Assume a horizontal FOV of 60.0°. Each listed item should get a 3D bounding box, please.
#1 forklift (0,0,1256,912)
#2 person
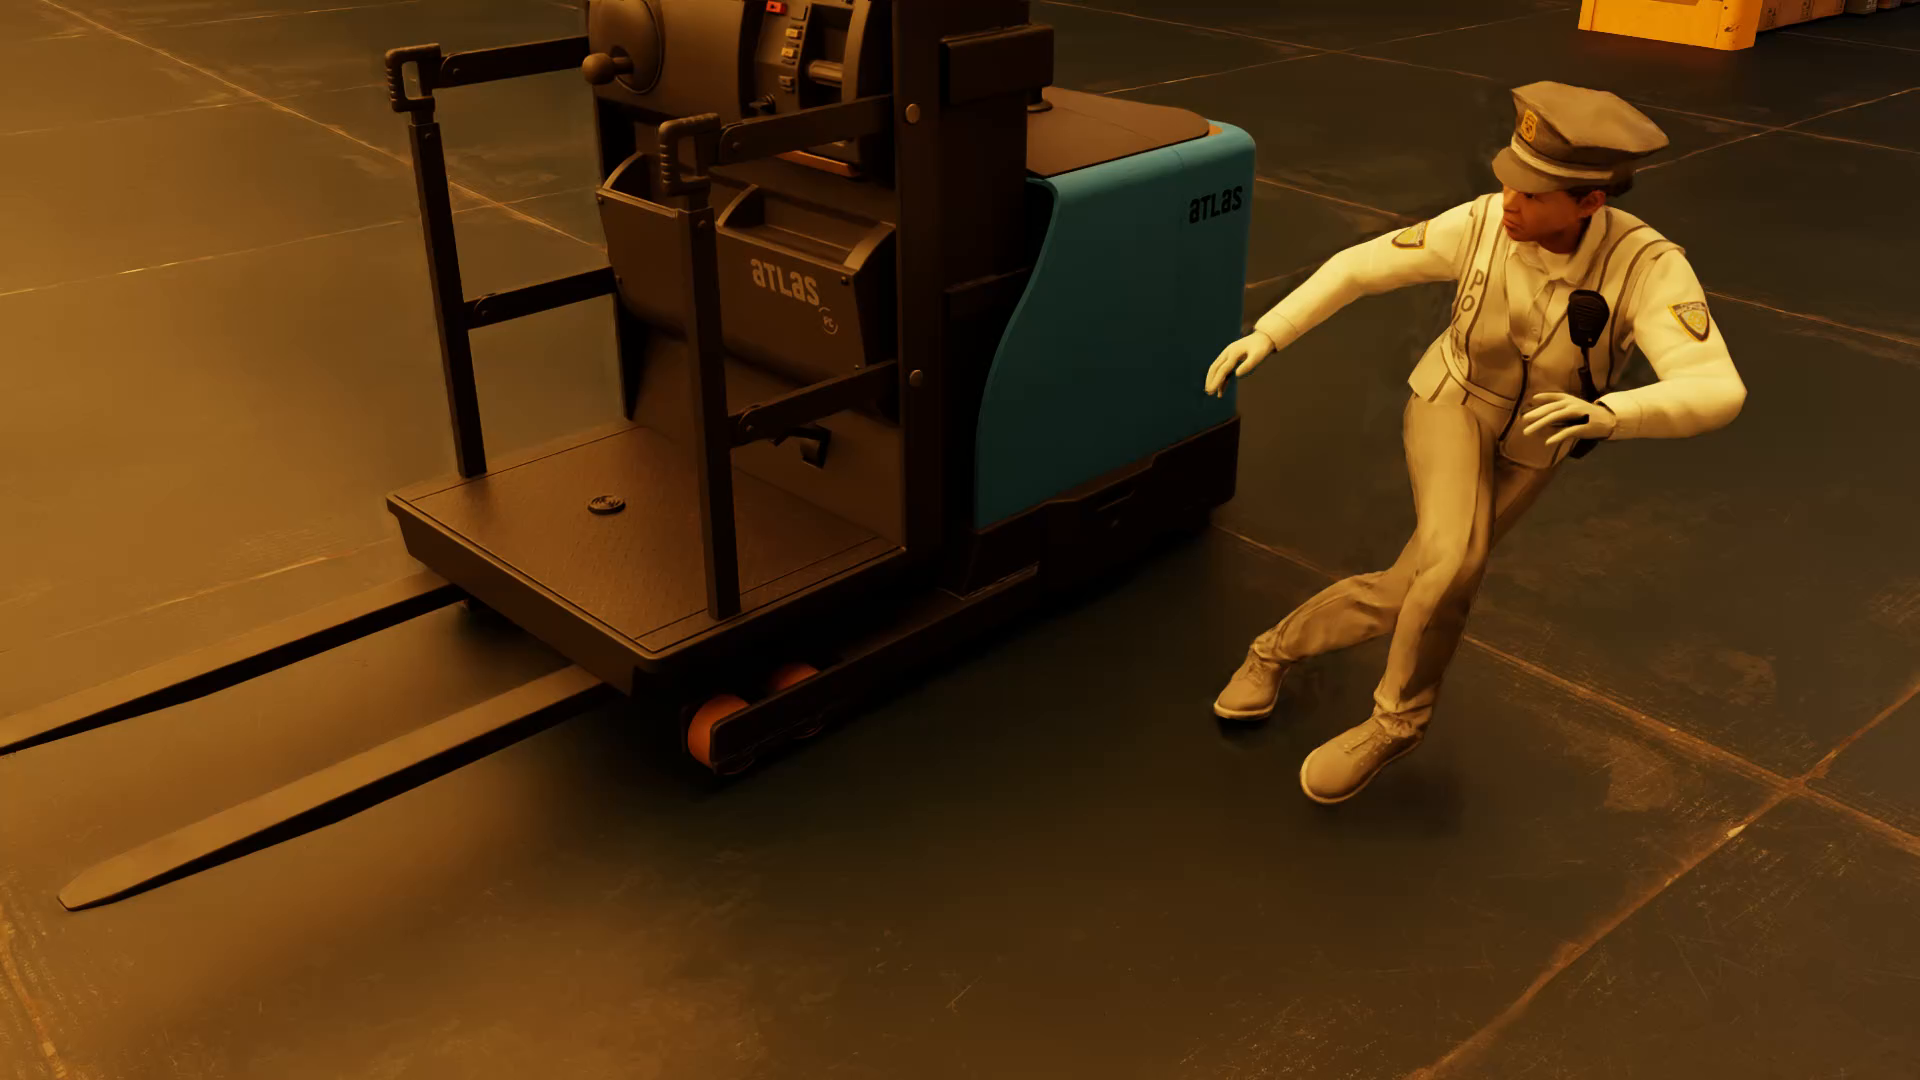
[{"bbox_3d":[-0.639,-1.077,3.375,3.031,2.935,1.130,-24,35,-39],"label":"forklift"},{"bbox_3d":[0.910,-0.138,3.147,0.916,1.432,0.836,7,27,13],"label":"person"}]
